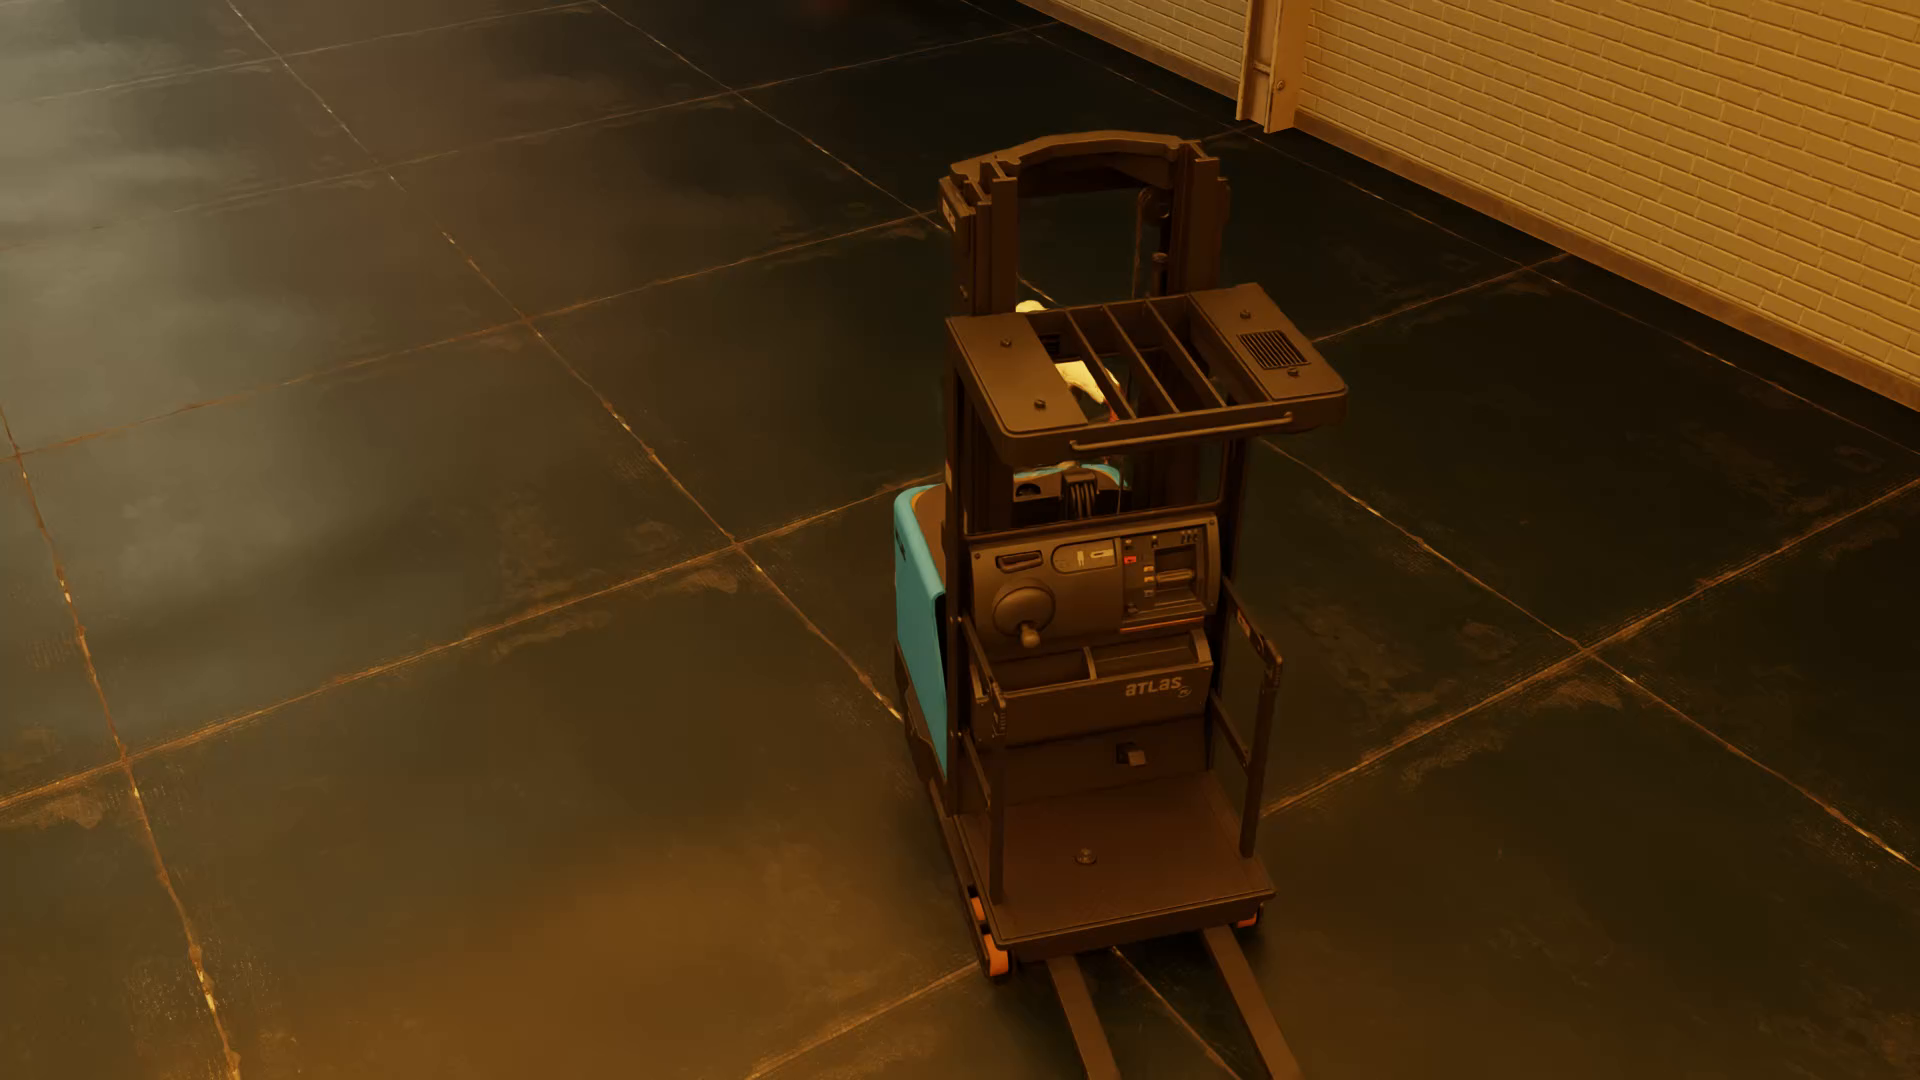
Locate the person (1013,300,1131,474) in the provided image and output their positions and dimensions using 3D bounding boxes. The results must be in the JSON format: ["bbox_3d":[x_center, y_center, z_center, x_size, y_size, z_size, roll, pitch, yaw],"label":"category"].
[{"bbox_3d":[0.351,-0.404,7.928,1.298,1.543,0.719,13,37,18],"label":"person"}]

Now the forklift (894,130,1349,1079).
[{"bbox_3d":[0.549,0.215,5.842,1.130,2.935,3.031,-8,36,-11],"label":"forklift"}]
